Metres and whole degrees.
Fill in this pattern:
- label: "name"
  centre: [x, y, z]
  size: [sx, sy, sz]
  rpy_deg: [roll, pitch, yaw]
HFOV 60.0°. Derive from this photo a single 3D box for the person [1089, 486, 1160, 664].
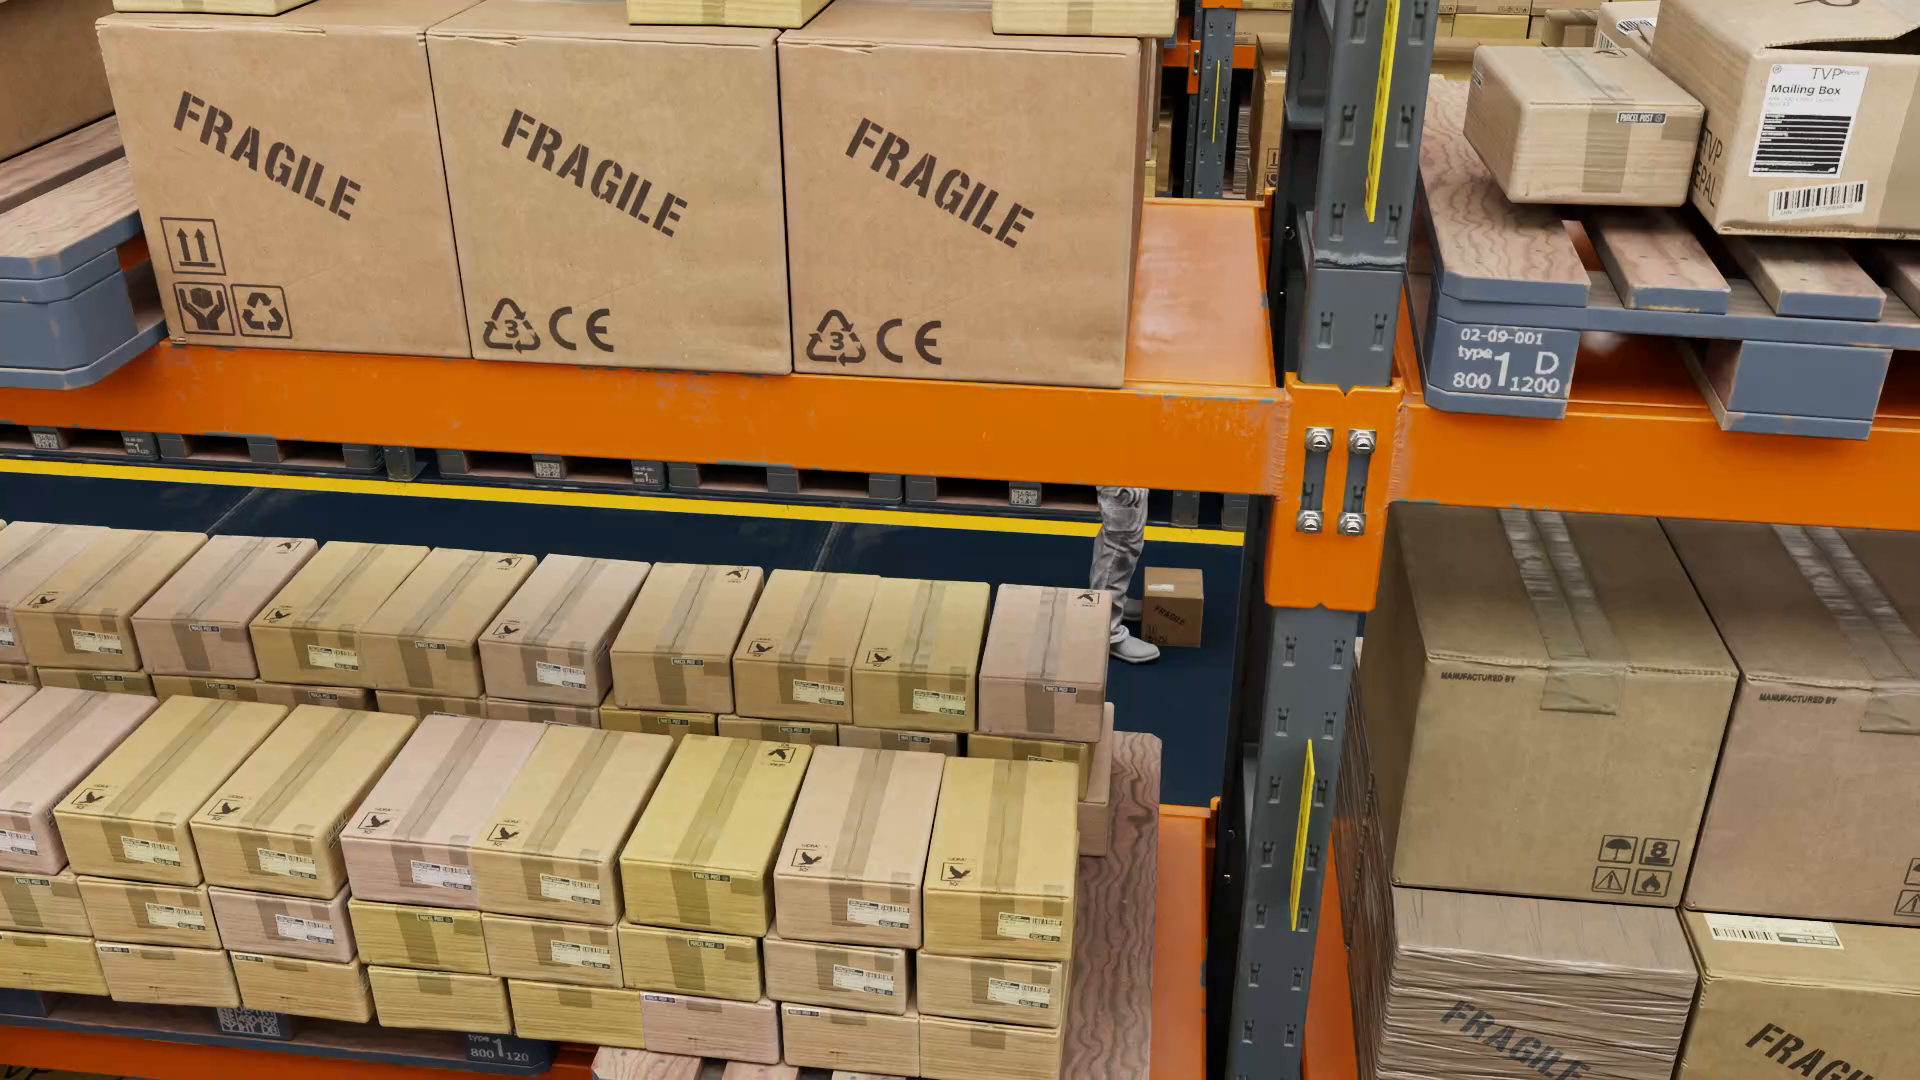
- label: "person"
  centre: [0.688, -0.394, 6.848]
  size: [0.450, 1.774, 0.627]
  rpy_deg: [2, 28, 3]
